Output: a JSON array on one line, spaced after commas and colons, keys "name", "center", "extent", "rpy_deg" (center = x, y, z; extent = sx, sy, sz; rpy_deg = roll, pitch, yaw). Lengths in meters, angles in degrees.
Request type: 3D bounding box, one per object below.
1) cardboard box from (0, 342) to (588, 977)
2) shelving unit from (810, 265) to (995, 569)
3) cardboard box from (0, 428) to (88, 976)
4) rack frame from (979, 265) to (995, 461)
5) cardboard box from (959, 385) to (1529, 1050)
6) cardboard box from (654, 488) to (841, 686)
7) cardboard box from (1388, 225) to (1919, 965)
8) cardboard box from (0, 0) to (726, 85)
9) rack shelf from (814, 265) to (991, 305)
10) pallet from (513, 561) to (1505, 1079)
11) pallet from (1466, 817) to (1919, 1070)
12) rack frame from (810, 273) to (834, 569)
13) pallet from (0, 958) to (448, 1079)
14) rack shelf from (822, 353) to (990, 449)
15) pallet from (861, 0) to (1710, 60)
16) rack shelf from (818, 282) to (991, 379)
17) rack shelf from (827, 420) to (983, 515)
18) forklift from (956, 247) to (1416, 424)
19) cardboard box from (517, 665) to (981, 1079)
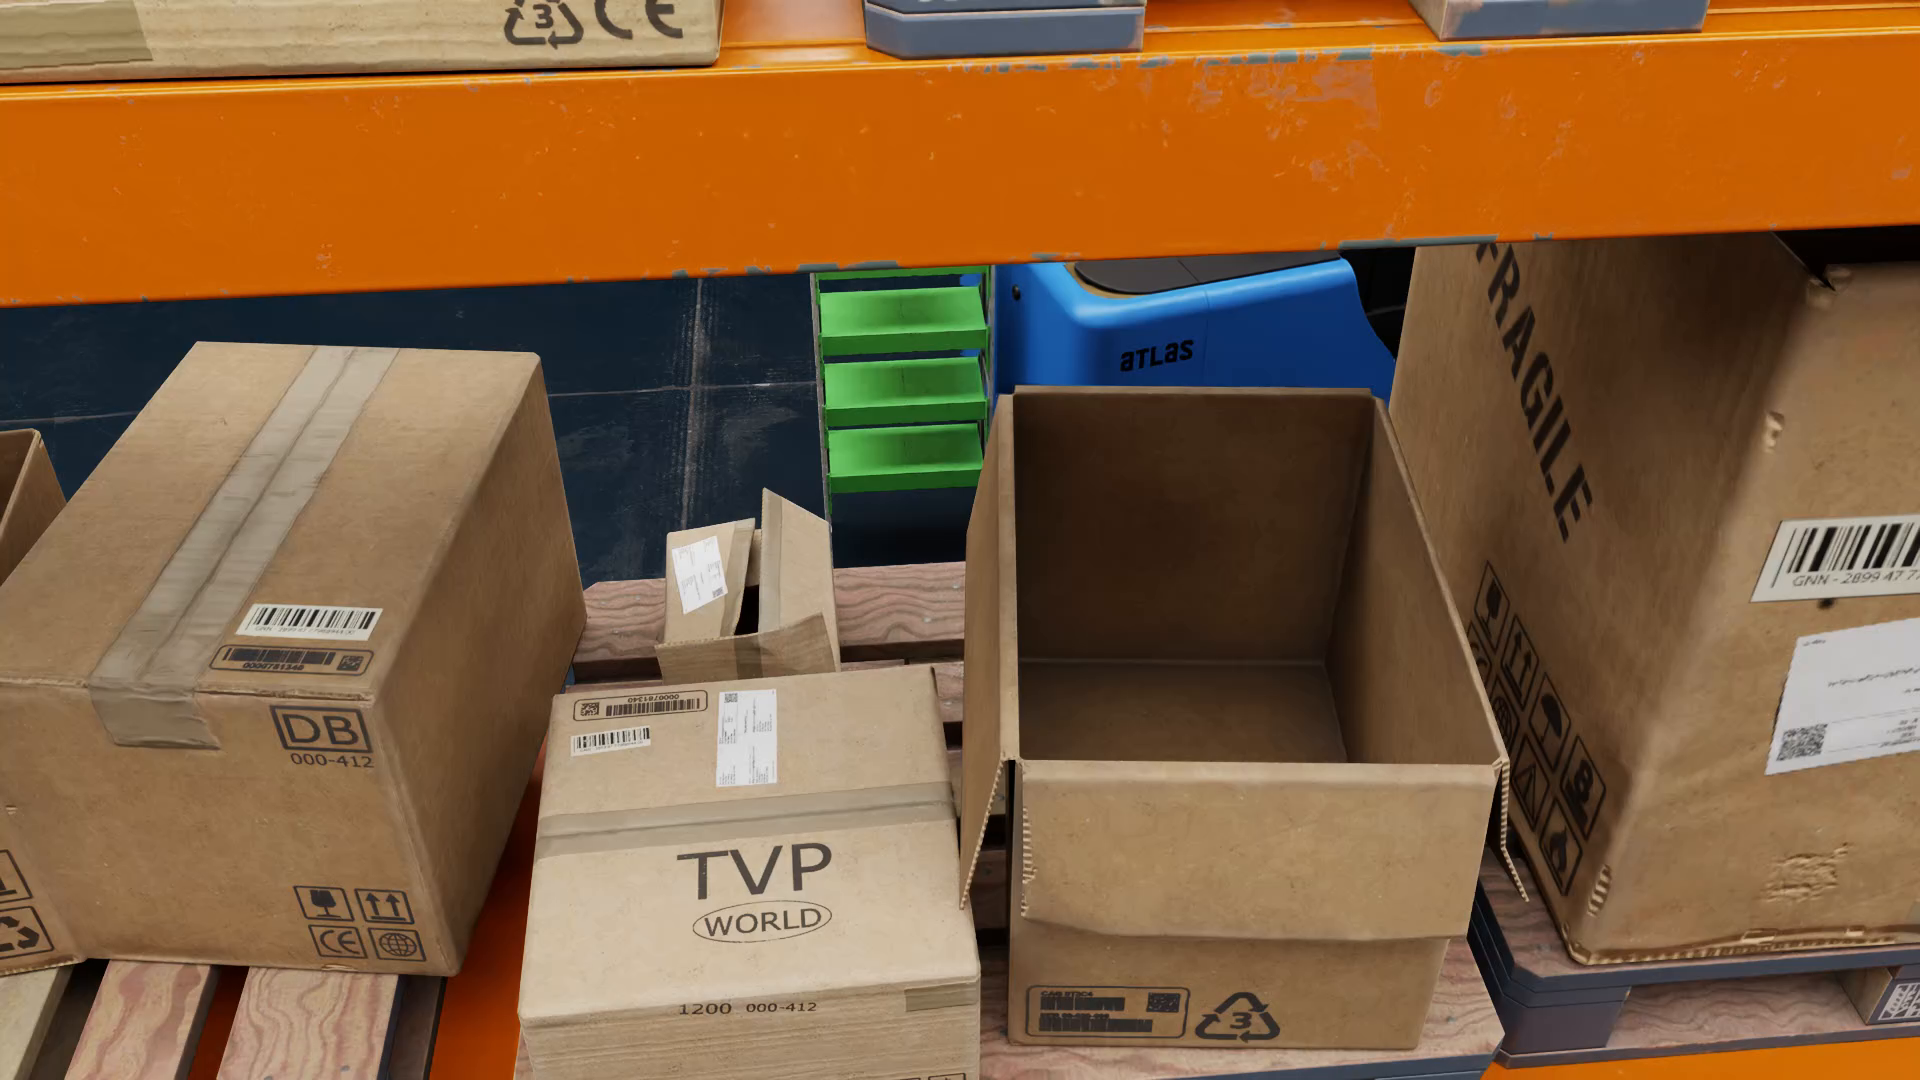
[{"name": "cardboard box", "center": [-0.862, 0.136, 2.237], "extent": [0.500, 0.500, 0.700], "rpy_deg": [2, 38, 3]}, {"name": "shelving unit", "center": [-0.165, -0.462, 4.867], "extent": [0.503, 1.200, 0.258], "rpy_deg": [-3, 38, -4]}, {"name": "cardboard box", "center": [-1.410, 0.228, 2.120], "extent": [0.500, 0.500, 0.500], "rpy_deg": [-8, 39, -10]}, {"name": "rack frame", "center": [0.078, -0.475, 4.884], "extent": [0.015, 1.200, 0.240], "rpy_deg": [-3, 38, -4]}, {"name": "cardboard box", "center": [0.322, 0.214, 2.135], "extent": [0.637, 0.503, 0.797], "rpy_deg": [1, 38, 1]}, {"name": "cardboard box", "center": [-0.307, 0.116, 2.451], "extent": [0.258, 0.266, 0.396], "rpy_deg": [-4, 38, -5]}, {"name": "cardboard box", "center": [1.237, -0.176, 2.229], "extent": [1.000, 1.000, 1.000], "rpy_deg": [-3, 38, -4]}, {"name": "cardboard box", "center": [-0.431, -0.563, 1.242], "extent": [0.500, 0.250, 0.500], "rpy_deg": [-2, 38, -3]}, {"name": "rack shelf", "center": [-0.165, -0.789, 4.609], "extent": [0.480, 0.148, 0.258], "rpy_deg": [-3, 38, -4]}, {"name": "pallet", "center": [0.024, 0.428, 2.441], "extent": [1.213, 0.211, 1.003], "rpy_deg": [-3, 38, -4]}, {"name": "pallet", "center": [1.266, 0.294, 2.610], "extent": [1.213, 0.211, 1.003], "rpy_deg": [-3, 38, -4]}, {"name": "rack frame", "center": [-0.408, -0.449, 4.850], "extent": [0.015, 1.200, 0.240], "rpy_deg": [-3, 38, -4]}, {"name": "pallet", "center": [-1.243, 0.457, 2.404], "extent": [1.003, 0.211, 1.213], "rpy_deg": [-3, 38, -4]}, {"name": "rack shelf", "center": [-0.165, -0.412, 4.906], "extent": [0.480, 0.148, 0.258], "rpy_deg": [-3, 38, -4]}, {"name": "pallet", "center": [0.383, -0.810, 1.585], "extent": [1.003, 0.211, 1.213], "rpy_deg": [-3, 38, -4]}, {"name": "rack shelf", "center": [-0.165, -0.600, 4.758], "extent": [0.480, 0.148, 0.258], "rpy_deg": [-3, 38, -4]}, {"name": "rack shelf", "center": [-0.165, -0.223, 5.055], "extent": [0.480, 0.148, 0.258], "rpy_deg": [-3, 38, -4]}, {"name": "forklift", "center": [1.559, -1.479, 4.759], "extent": [3.031, 2.935, 1.130], "rpy_deg": [-12, 40, -15]}, {"name": "cardboard box", "center": [-0.254, 0.430, 2.065], "extent": [0.500, 0.250, 0.500], "rpy_deg": [-4, 38, -5]}]
